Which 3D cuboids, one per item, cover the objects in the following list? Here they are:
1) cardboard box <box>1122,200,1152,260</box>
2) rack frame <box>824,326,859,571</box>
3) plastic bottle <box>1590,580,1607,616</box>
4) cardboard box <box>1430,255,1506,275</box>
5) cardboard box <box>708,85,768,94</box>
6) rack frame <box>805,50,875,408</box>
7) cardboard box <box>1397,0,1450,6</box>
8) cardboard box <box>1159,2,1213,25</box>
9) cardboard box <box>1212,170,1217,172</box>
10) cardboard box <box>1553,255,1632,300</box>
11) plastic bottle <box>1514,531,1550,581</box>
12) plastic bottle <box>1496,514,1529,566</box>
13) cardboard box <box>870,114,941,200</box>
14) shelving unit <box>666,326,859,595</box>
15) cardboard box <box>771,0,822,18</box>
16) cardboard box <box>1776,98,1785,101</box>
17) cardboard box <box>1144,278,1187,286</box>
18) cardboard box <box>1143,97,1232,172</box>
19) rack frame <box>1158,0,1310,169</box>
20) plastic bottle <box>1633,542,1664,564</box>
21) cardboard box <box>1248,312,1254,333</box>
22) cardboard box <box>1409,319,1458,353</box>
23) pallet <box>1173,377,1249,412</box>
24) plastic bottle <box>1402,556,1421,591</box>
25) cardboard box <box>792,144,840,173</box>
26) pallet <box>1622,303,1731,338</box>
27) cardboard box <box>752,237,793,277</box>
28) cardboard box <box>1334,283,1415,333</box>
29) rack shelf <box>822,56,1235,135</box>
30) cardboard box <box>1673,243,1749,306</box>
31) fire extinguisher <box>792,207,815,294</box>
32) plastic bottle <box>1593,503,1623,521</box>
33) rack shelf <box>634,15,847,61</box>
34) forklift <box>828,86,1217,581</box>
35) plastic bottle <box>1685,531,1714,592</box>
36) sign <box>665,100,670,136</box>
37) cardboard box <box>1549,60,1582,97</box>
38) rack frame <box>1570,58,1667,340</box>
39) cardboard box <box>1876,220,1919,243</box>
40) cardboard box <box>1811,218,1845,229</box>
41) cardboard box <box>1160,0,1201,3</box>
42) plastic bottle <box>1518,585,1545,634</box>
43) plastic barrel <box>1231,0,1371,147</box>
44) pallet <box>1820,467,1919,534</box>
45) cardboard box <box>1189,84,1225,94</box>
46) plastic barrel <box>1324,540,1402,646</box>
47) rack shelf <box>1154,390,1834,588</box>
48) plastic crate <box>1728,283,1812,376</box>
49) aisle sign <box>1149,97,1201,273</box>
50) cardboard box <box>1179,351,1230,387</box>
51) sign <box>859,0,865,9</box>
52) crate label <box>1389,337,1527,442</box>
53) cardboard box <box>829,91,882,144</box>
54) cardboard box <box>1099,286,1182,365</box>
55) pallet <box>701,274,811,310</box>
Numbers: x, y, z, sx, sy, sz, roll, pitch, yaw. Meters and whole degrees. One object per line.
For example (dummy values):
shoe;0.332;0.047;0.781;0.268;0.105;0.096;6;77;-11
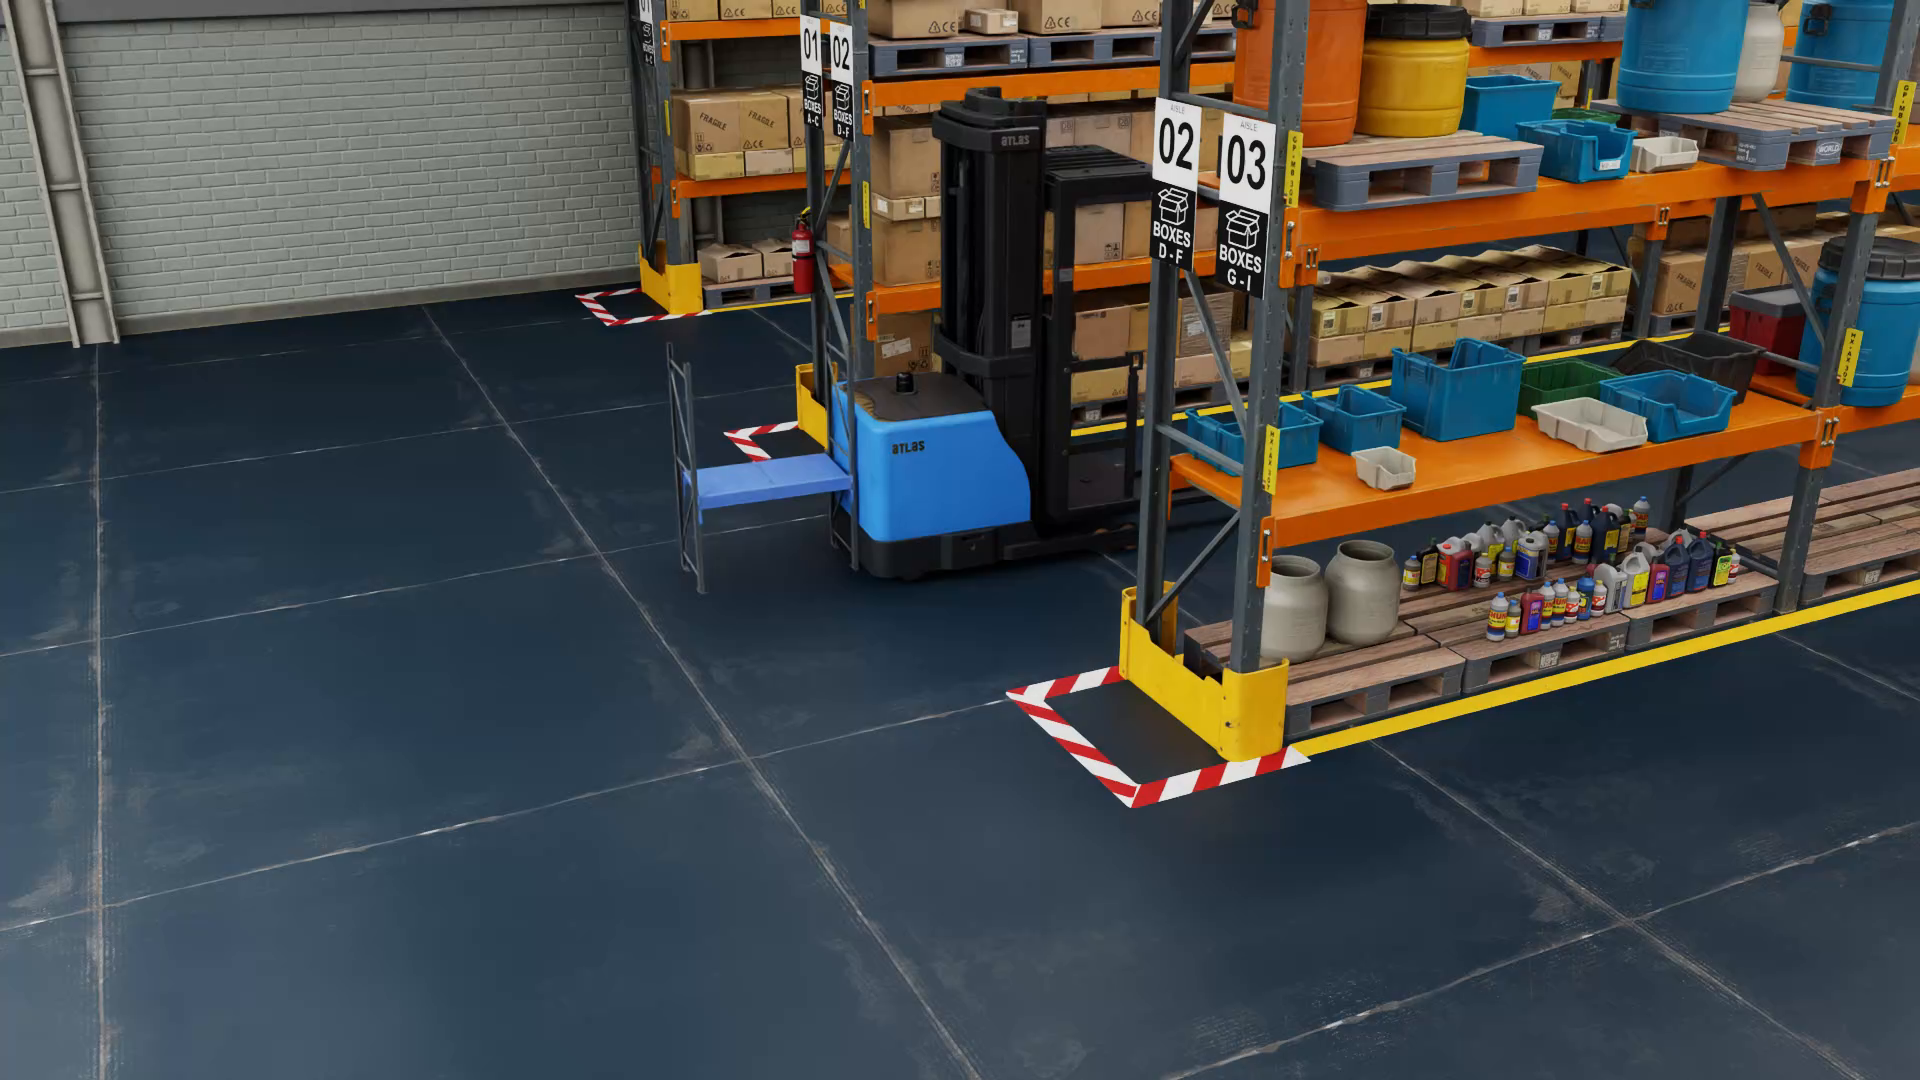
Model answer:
cardboard box;1.376;-2.612;13.507;0.500;0.500;0.700;-10;25;-23
rack frame;-0.764;-0.583;10.697;0.032;1.500;0.500;-9;24;-20
plastic bottle;3.682;0.330;9.613;0.097;0.201;0.097;0;22;0
cardboard box;4.774;-2.500;15.680;0.500;0.311;0.500;-11;25;-25
cardboard box;-2.267;-4.374;17.085;0.500;0.500;0.500;-10;25;-23
rack frame;-0.905;-2.150;12.521;0.127;3.000;1.000;-10;25;-24
cardboard box;3.752;-4.515;13.960;0.500;0.250;0.500;-13;26;-29
cardboard box;1.731;-4.047;12.780;0.250;0.149;0.380;-10;25;-24
cardboard box;2.088;-2.955;13.489;0.250;0.149;0.380;-11;25;-25
cardboard box;5.938;-2.488;15.650;0.500;0.311;0.500;-10;24;-22
plastic bottle;3.471;0.089;10.098;0.135;0.276;0.152;-10;25;-24
plastic bottle;3.384;0.008;10.197;0.185;0.351;0.144;-11;25;-24
cardboard box;-0.431;-2.877;12.452;0.500;0.500;0.700;-10;25;-23
shelving unit;-1.236;-0.510;10.521;1.048;1.500;0.538;-9;24;-20
cardboard box;-1.682;-5.431;16.370;0.500;0.500;0.500;-9;24;-21
cardboard box;8.342;-4.066;16.471;0.500;0.500;0.700;-18;29;-37
cardboard box;1.698;-2.029;14.294;0.500;0.500;0.500;-10;25;-24
cardboard box;1.847;-3.299;13.470;0.500;0.500;0.700;-10;25;-24
rack frame;1.240;-3.214;7.248;0.127;3.000;1.000;-10;25;-24
plastic bottle;4.129;0.141;9.974;0.135;0.276;0.152;-10;25;-24
cardboard box;2.947;-1.905;14.977;0.500;0.250;0.500;-11;25;-24
cardboard box;4.097;-1.889;14.939;0.500;0.250;0.500;-11;25;-25
pallet;1.964;-1.407;14.374;1.213;0.211;1.003;-10;25;-24
plastic bottle;2.705;0.192;9.948;0.097;0.201;0.097;0;22;0
cardboard box;-1.556;-3.941;17.019;0.500;0.250;0.500;-11;25;-24
pallet;6.992;-2.299;16.528;1.213;0.211;1.003;-10;25;-24
cardboard box;-1.881;-2.995;17.505;0.500;0.311;0.500;-8;24;-19
cardboard box;3.633;-2.060;14.617;0.500;0.311;0.500;-11;25;-24
rack shelf;0.897;-3.535;12.886;4.000;0.370;1.077;-10;25;-24
cardboard box;7.307;-2.591;16.280;0.500;0.500;0.500;-11;25;-26
fire extinguisher;-1.213;-2.254;12.875;0.183;0.674;0.296;-10;25;-24
plastic bottle;4.087;-0.085;10.520;0.135;0.276;0.152;-9;24;-22
rack shelf;-1.255;-5.241;17.009;4.000;0.370;1.077;-10;25;-24
forklift;0.682;-1.439;10.894;3.031;2.935;1.130;-9;24;-20
plastic bottle;4.389;0.121;9.923;0.185;0.351;0.144;-11;25;-25
sign;-2.821;-4.069;16.027;0.005;0.325;0.100;-10;25;-24
cardboard box;7.449;-5.876;20.978;0.500;0.500;0.500;-11;25;-24
rack frame;6.303;-3.477;15.727;0.127;3.000;1.000;-10;25;-24
cardboard box;9.587;-3.008;17.287;0.500;0.500;0.500;-11;25;-24
cardboard box;8.890;-3.100;17.510;0.500;0.500;0.500;-10;25;-23
cardboard box;1.644;-4.334;13.262;0.500;0.311;0.500;-12;25;-26
plastic bottle;3.221;0.385;9.374;0.133;0.283;0.061;-10;25;-23
plastic barrel;1.623;-2.345;7.960;0.708;0.830;0.600;-10;25;-24
pallet;6.636;-0.165;11.372;1.213;0.211;1.003;-10;25;-24
cardboard box;2.619;-5.137;19.032;0.500;0.500;0.700;-10;25;-24
plastic barrel;2.251;0.295;9.319;0.421;0.512;0.421;0;22;0
rack shelf;3.042;-0.441;9.335;4.000;0.370;1.077;-10;25;-24
plastic crate;5.148;-1.321;10.435;0.583;0.464;0.402;-10;25;-24
aisle sign;1.046;-1.734;8.117;0.004;0.787;0.394;-10;25;-24
cardboard box;1.921;-1.505;14.010;0.500;0.250;0.500;-10;25;-24
sign;-0.670;-3.784;11.301;0.005;0.325;0.100;-10;25;-24
crate label;2.781;-0.857;9.352;0.616;0.435;0.502;-10;25;-24
cardboard box;-1.118;-4.370;17.075;0.500;0.500;0.500;-10;24;-22
cardboard box;1.472;-1.768;13.664;0.500;0.500;0.500;-10;25;-24
pallet;-2.241;-2.703;17.504;1.213;0.211;1.003;-10;25;-24
